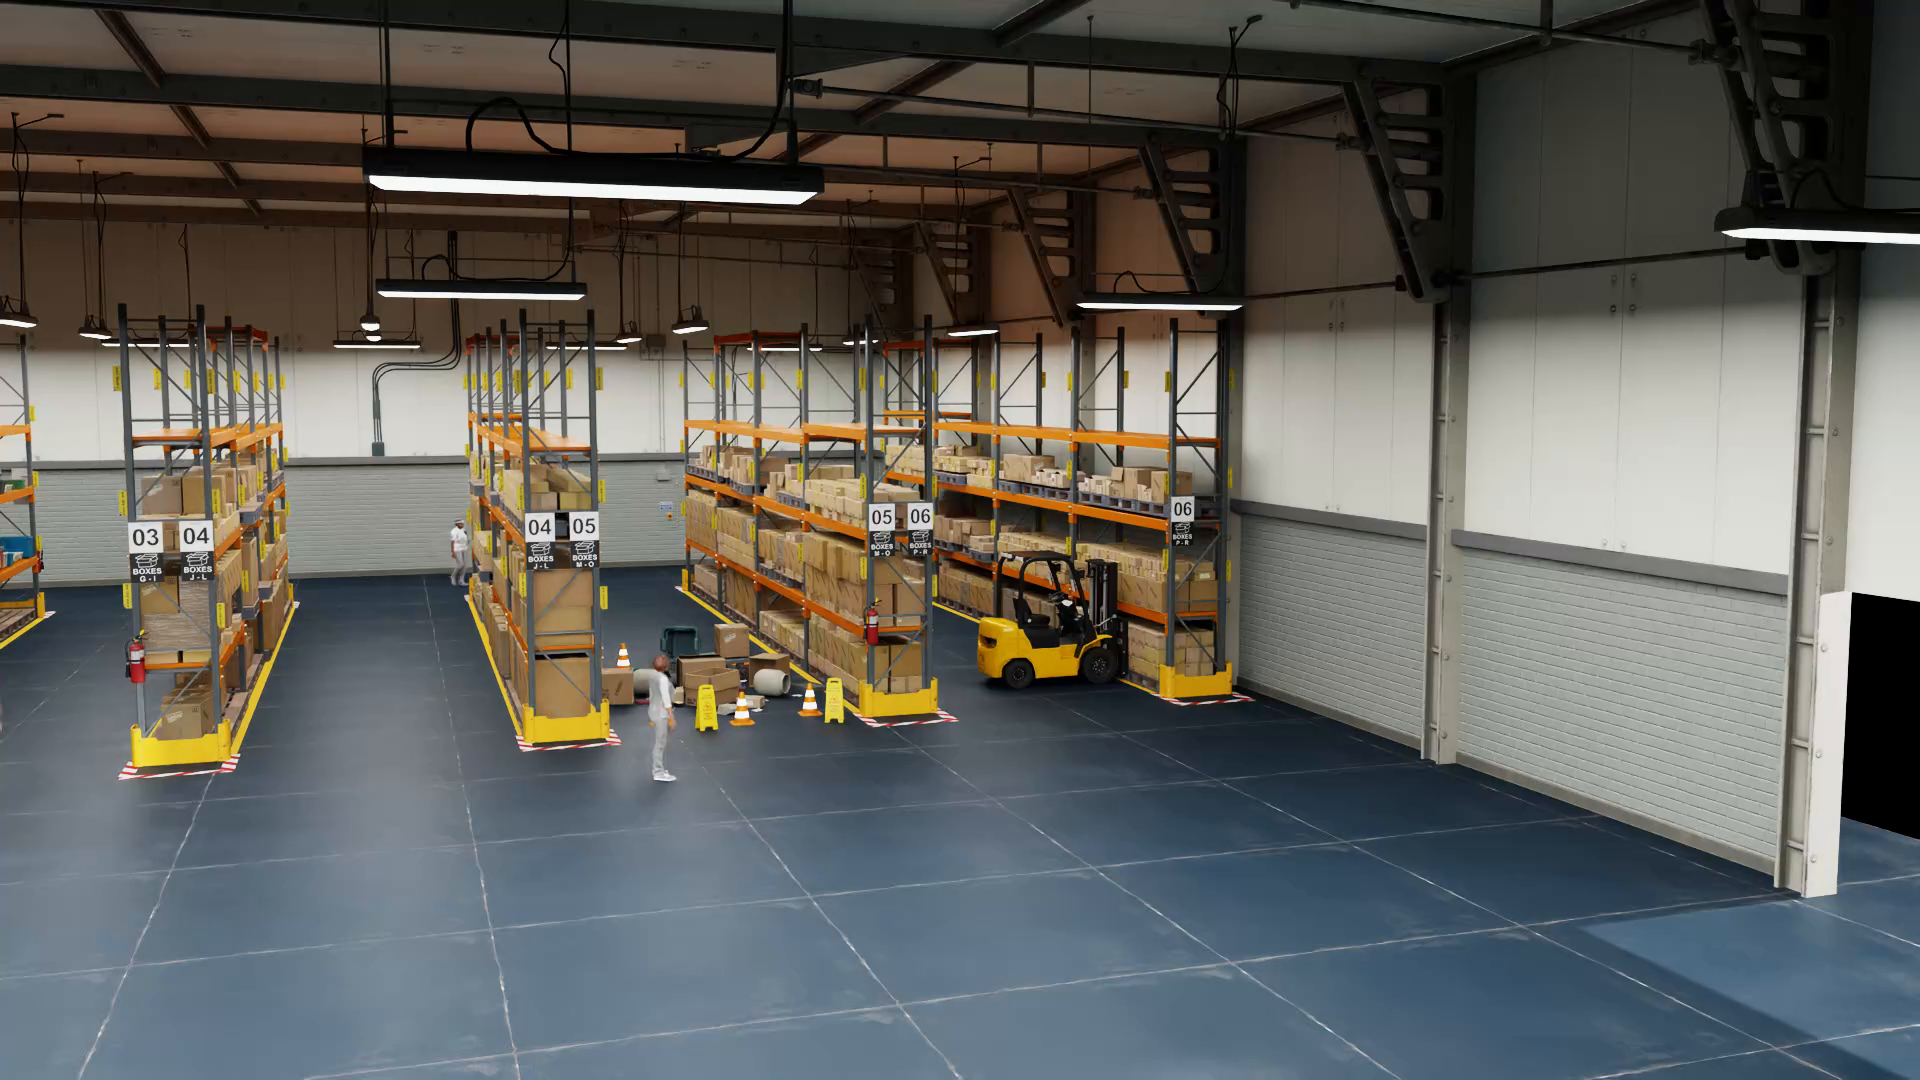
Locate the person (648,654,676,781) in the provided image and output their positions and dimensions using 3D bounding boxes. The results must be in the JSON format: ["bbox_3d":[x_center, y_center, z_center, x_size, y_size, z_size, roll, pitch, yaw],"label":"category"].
[{"bbox_3d":[-3.758,2.257,20.939,0.333,1.662,0.461,-2,6,-18],"label":"person"}]

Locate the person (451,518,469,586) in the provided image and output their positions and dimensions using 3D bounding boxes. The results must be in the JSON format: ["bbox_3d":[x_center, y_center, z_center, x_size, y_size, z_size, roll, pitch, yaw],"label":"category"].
[{"bbox_3d":[-12.233,0.285,40.727,0.451,1.678,0.463,3,6,27],"label":"person"}]
